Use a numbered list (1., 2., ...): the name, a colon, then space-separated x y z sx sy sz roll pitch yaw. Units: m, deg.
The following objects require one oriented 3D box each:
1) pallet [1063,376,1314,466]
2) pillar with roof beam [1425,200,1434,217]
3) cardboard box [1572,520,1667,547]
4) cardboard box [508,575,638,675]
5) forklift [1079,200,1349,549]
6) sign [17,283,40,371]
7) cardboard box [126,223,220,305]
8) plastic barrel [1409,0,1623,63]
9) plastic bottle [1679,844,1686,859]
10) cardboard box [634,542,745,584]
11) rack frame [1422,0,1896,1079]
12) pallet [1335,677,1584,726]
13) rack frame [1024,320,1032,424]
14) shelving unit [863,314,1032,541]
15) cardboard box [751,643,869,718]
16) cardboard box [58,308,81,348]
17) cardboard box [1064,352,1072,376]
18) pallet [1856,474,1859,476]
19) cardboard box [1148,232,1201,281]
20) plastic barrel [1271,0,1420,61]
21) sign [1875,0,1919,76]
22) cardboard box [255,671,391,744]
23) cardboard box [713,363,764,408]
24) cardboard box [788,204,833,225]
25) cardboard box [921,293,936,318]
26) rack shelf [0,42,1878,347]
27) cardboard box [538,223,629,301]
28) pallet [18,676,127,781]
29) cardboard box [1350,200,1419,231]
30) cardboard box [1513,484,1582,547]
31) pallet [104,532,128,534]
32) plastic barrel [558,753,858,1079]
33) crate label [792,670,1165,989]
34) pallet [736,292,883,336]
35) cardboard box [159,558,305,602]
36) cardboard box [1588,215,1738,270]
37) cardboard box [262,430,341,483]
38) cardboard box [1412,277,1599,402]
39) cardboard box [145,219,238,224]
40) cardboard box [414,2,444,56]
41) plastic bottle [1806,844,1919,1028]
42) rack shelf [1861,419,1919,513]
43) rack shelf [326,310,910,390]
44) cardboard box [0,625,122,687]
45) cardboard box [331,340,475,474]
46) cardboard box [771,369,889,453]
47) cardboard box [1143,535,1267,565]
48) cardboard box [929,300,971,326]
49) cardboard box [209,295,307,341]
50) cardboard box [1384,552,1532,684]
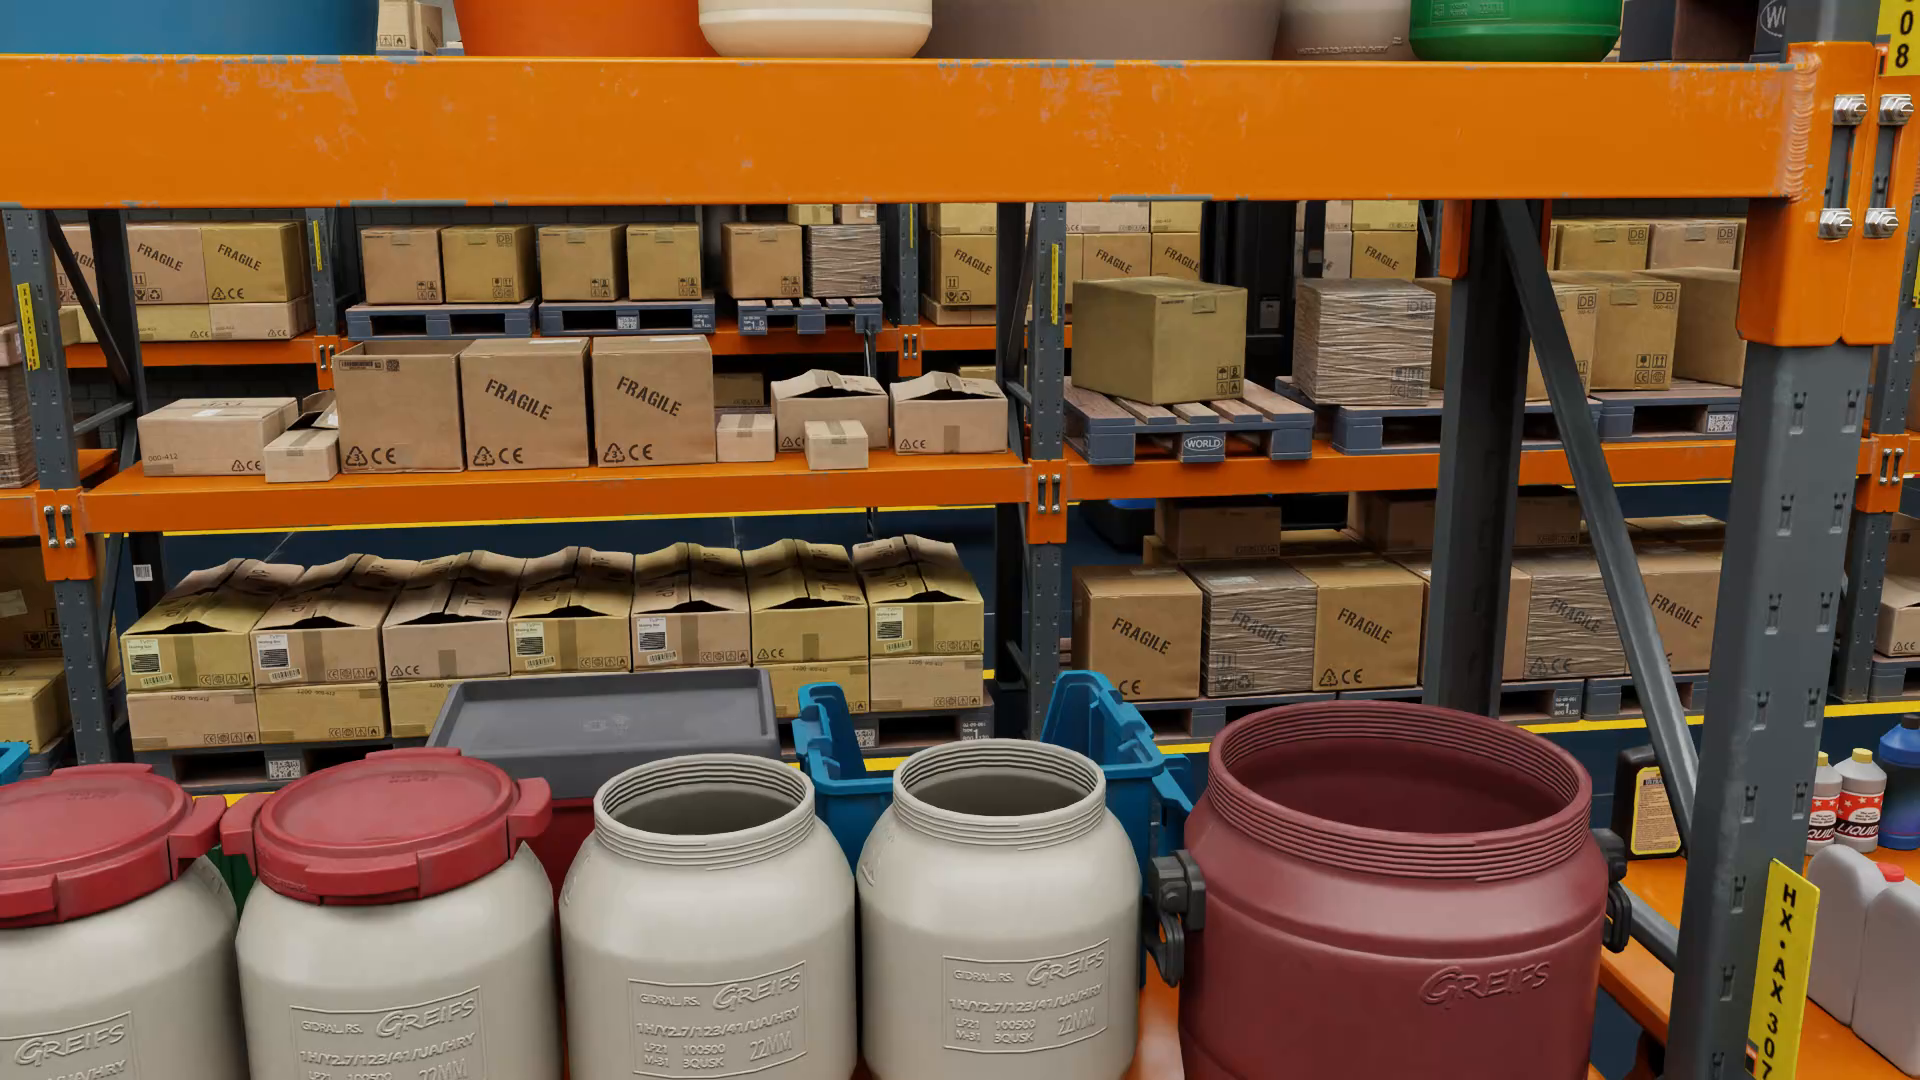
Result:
1. pallet: 0.967 -0.584 7.778 1.003 0.211 1.213 -2 14 -8
2. pillar with roof beam: 4.726 -4.080 8.990 0.400 9.000 9.100 -2 14 -8
3. cardboard box: 3.223 0.200 8.494 0.500 0.500 0.500 -2 14 -7
4. cardboard box: -1.682 0.357 7.270 0.500 0.311 0.500 -2 14 -7
5. forklift: 2.406 -1.505 11.199 3.031 2.935 1.130 -3 14 -10
6. sign: -3.564 -0.815 6.364 0.005 0.325 0.100 -2 14 -8
7. cardboard box: -5.304 -1.872 11.244 0.500 0.500 0.500 -2 14 -9
8. plastic barrel: 0.805 -0.802 2.407 0.294 0.245 0.294 0 14 0
9. plastic bottle: 1.495 0.536 3.328 0.097 0.201 0.097 0 14 0
10. cardboard box: -1.277 0.210 7.855 0.500 0.311 0.500 -2 14 -10
11. rack frame: 1.042 0.557 2.834 0.053 2.616 0.949 -2 14 -8
12. pallet: 2.255 0.656 8.173 1.213 0.211 1.003 -2 14 -8
13. rack frame: 0.418 -0.743 11.101 0.032 1.500 0.500 -2 14 -8
14. shelving unit: -0.084 -0.724 11.027 1.048 1.500 0.538 -2 14 -8
15. cardboard box: -0.685 0.592 7.484 0.500 0.250 0.500 -2 14 -9
16. cardboard box: -3.942 -0.890 7.067 0.250 0.149 0.380 -2 14 -8
17. cardboard box: 1.180 -1.013 12.651 0.750 0.750 0.750 -2 14 -9
18. pallet: 6.698 -0.716 13.644 1.213 0.211 1.003 -2 14 -8
19. cardboard box: 1.608 -2.041 12.334 0.500 0.500 0.500 -2 14 -7
20. plastic barrel: 0.689 -1.015 2.708 0.421 0.512 0.421 0 14 0
21. sign: 1.131 -0.716 1.959 0.005 0.325 0.100 -2 14 -8
22. cardboard box: -2.706 0.666 7.188 0.500 0.250 0.500 -2 14 -7
23. cardboard box: -1.711 -1.147 12.323 0.500 0.250 0.500 -2 14 -7
24. cardboard box: -1.087 -2.368 12.056 0.250 0.149 0.380 -5 15 -18
25. cardboard box: -0.150 -1.788 12.661 0.250 0.149 0.380 -2 14 -7
26. rack shelf: -0.936 -0.477 2.271 4.000 0.370 1.077 -2 14 -8
27. cardboard box: -2.681 -2.004 11.936 0.500 0.500 0.700 0 14 -1
28. pallet: -4.440 0.881 7.275 1.213 0.211 1.003 -2 14 -8
29. cardboard box: 3.098 -2.460 12.463 0.500 0.250 0.500 -2 14 -7
30. cardboard box: 2.760 -0.150 8.346 0.500 0.250 0.500 -2 14 -8
31. pallet: -6.257 -0.251 11.790 1.213 0.211 1.003 -2 14 -8
32. plastic barrel: -0.360 0.606 2.409 0.421 0.512 0.421 0 14 0
33. crate label: 0.019 0.510 2.949 0.616 0.435 0.502 -2 14 -8
34. pallet: -1.123 -1.682 12.158 1.003 0.211 1.213 -2 14 -8
35. cardboard box: -3.290 0.284 7.560 0.500 0.311 0.500 -2 14 -8
36. cardboard box: 5.501 -2.187 13.159 0.700 0.700 0.980 -3 14 -11
37. cardboard box: -2.741 -0.351 6.973 0.250 0.149 0.380 -2 14 -8
38. cardboard box: 2.525 -0.954 7.789 0.500 0.500 0.700 -6 15 -23
39. cardboard box: -5.397 -1.998 11.748 0.500 0.500 0.500 -2 14 -9
40. cardboard box: -3.837 -3.390 11.336 0.500 0.500 0.500 0 14 0
41. plastic bottle: 1.495 0.642 2.751 0.135 0.276 0.152 -2 14 -8
42. rack shelf: 6.241 -0.504 8.543 4.000 0.370 1.077 -2 14 -8
43. rack shelf: -2.412 -1.405 12.138 4.000 0.370 1.077 -2 14 -8
44. cardboard box: -4.151 0.583 7.518 0.500 0.250 0.500 -2 14 -8
45. cardboard box: -2.365 -0.582 7.170 0.500 0.500 0.500 -1 14 -4
46. cardboard box: -0.606 -0.606 7.656 0.500 0.311 0.500 -2 14 -9
47. cardboard box: 1.197 0.273 8.200 0.500 0.500 0.500 -2 14 -6
48. cardboard box: -0.074 -1.671 12.193 0.250 0.149 0.380 -2 14 -9
49. cardboard box: -4.813 -1.529 11.418 0.500 0.250 0.500 -2 14 -8
50. cardboard box: 2.329 0.358 7.860 0.500 0.500 0.500 -3 14 -10
